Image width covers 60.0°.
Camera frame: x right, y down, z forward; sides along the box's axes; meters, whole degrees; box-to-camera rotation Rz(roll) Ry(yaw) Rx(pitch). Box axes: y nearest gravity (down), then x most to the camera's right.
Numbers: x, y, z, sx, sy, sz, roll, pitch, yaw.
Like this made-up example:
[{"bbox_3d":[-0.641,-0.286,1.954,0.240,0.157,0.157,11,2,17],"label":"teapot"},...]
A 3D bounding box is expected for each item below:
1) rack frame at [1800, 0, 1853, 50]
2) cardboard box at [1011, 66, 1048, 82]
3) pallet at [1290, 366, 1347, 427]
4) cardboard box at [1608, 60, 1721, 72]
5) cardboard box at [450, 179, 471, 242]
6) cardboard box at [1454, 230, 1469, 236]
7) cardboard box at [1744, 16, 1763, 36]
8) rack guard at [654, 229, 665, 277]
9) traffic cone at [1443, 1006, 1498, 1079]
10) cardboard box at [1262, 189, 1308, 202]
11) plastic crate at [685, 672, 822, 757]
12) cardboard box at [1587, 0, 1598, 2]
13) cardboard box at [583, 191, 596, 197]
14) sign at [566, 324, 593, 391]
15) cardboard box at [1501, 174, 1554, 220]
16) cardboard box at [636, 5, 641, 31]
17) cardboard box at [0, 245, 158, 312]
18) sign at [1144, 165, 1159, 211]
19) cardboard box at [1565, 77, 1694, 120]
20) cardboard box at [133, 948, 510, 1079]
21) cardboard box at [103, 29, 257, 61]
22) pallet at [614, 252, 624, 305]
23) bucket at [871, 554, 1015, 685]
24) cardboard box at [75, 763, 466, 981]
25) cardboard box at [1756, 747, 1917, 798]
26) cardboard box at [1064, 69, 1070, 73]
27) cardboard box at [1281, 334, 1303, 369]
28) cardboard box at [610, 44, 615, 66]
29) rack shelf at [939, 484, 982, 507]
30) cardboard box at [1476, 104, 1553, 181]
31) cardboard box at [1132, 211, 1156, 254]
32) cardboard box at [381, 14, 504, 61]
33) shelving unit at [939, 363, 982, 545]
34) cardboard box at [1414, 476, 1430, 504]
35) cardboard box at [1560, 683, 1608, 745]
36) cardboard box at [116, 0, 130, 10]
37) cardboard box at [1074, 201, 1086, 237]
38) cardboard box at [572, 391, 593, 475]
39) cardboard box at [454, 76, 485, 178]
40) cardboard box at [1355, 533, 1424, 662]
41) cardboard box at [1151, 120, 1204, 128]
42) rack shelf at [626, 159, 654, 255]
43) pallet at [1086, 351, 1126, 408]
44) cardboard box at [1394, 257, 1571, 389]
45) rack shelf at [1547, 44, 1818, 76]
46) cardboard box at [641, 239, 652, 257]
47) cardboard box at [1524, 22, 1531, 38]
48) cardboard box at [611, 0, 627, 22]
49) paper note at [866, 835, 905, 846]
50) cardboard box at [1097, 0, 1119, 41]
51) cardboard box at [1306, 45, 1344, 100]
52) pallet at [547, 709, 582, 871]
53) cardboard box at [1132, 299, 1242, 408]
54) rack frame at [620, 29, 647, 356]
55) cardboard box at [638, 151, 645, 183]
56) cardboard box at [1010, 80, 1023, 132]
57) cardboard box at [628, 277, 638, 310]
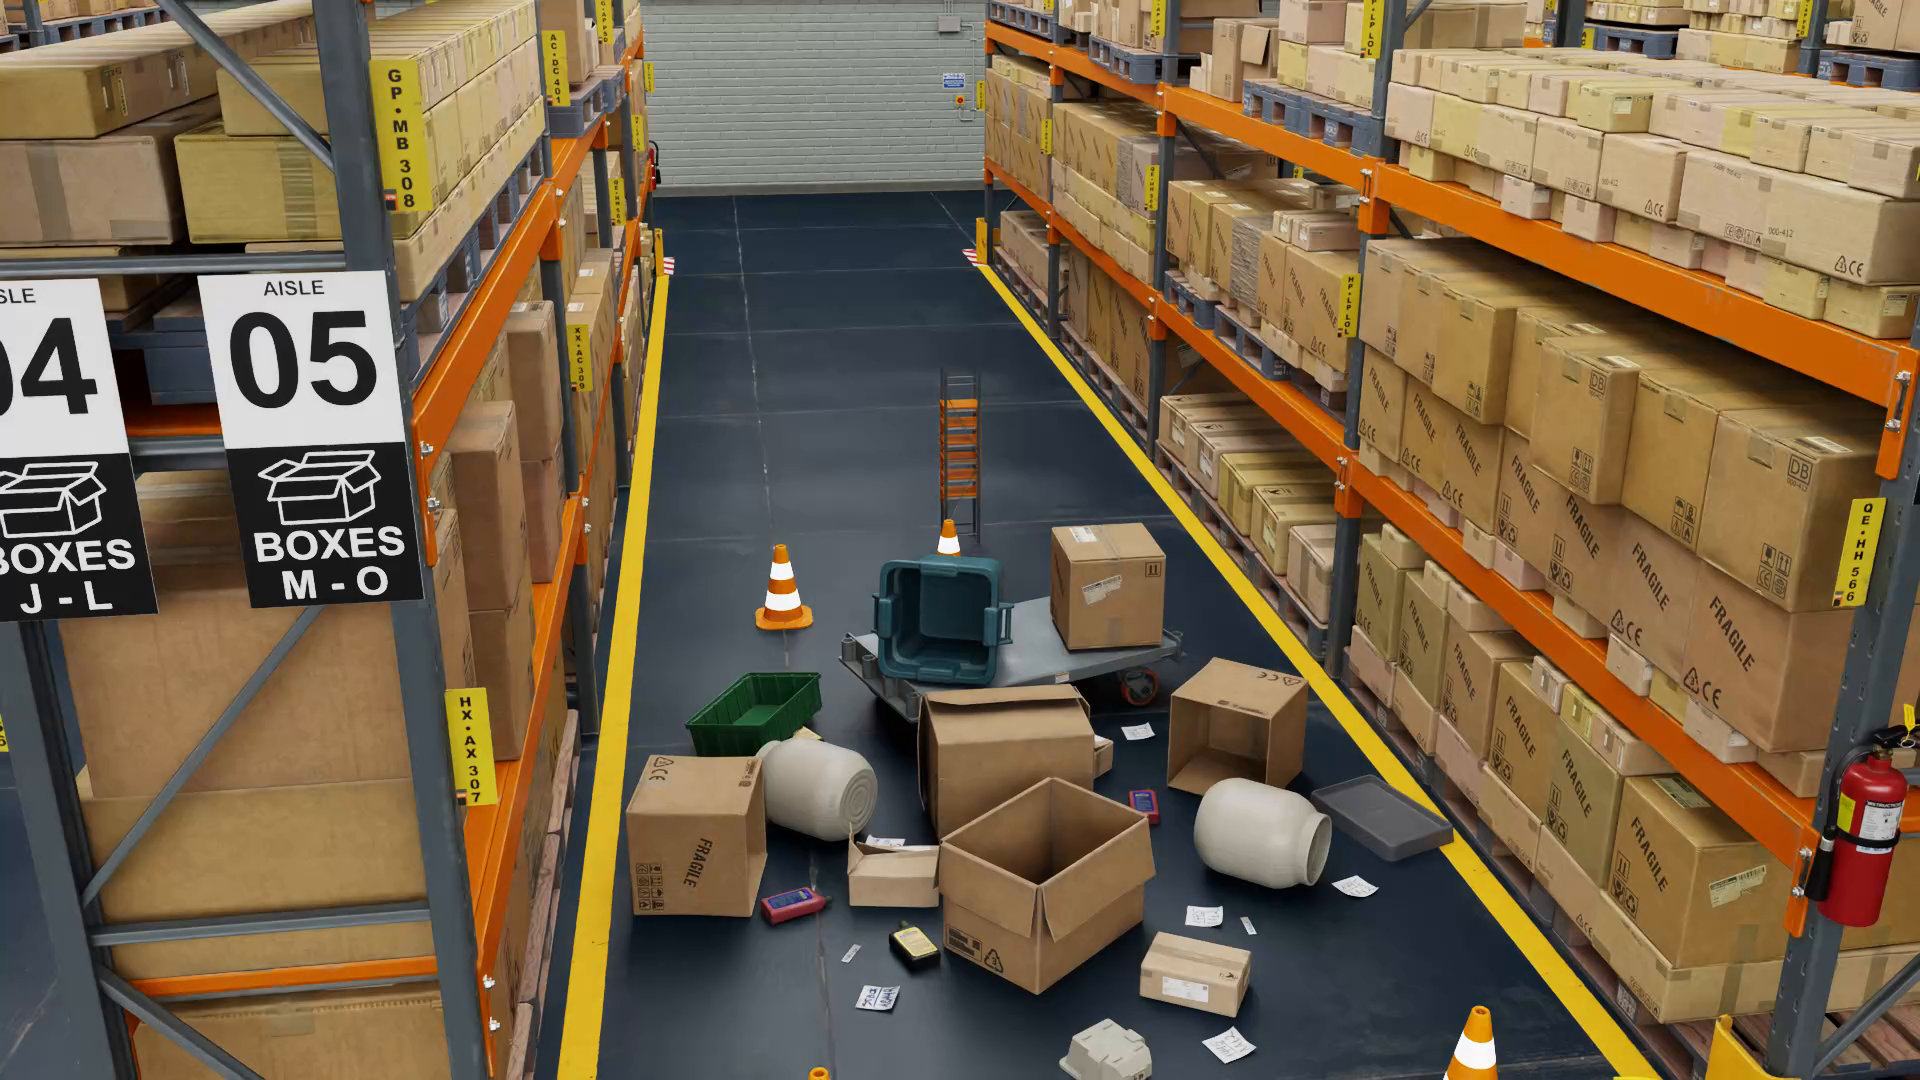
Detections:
[{"bbox_3d":[6.864,-5.126,12.079,1.000,3.000,0.127,-3,21,-8],"label":"rack frame"},{"bbox_3d":[0.759,-4.977,17.755,0.380,0.149,0.250,-3,21,-9],"label":"cardboard box"},{"bbox_3d":[2.563,-0.861,9.509,1.003,0.211,1.213,-3,21,-8],"label":"pallet"},{"bbox_3d":[3.021,-1.977,7.155,0.380,0.149,0.250,-2,21,-6],"label":"cardboard box"},{"bbox_3d":[-1.620,-0.938,4.769,0.380,0.149,0.250,-3,21,-7],"label":"cardboard box"},{"bbox_3d":[5.940,-3.237,18.569,0.700,0.500,0.500,-4,21,-10],"label":"cardboard box"},{"bbox_3d":[6.544,-4.131,13.346,0.380,0.149,0.250,-2,21,-7],"label":"cardboard box"},{"bbox_3d":[-4.073,-3.352,19.476,1.175,0.500,0.348,-3,21,-8],"label":"rack guard"},{"bbox_3d":[1.767,1.811,5.707,0.336,0.463,0.334,-3,21,-8],"label":"traffic cone"},{"bbox_3d":[2.379,-2.125,11.450,0.500,0.500,0.500,-3,21,-9],"label":"cardboard box"},{"bbox_3d":[-1.033,0.890,8.482,0.450,0.188,0.662,-2,18,24],"label":"plastic crate"},{"bbox_3d":[6.000,-5.067,15.398,0.380,0.149,0.250,-3,21,-9],"label":"cardboard box"},{"bbox_3d":[-2.916,-2.577,12.736,0.380,0.149,0.250,-4,21,-10],"label":"cardboard box"},{"bbox_3d":[-1.805,-0.865,7.896,0.100,0.325,0.005,-3,21,-8],"label":"sign"},{"bbox_3d":[2.431,-1.395,6.737,0.380,0.149,0.250,-3,21,-9],"label":"cardboard box"},{"bbox_3d":[-3.676,-5.564,17.752,0.500,0.250,0.500,-3,21,-8],"label":"cardboard box"},{"bbox_3d":[-2.161,-0.638,3.967,0.380,0.149,0.250,-3,21,-8],"label":"cardboard box"},{"bbox_3d":[1.404,-2.577,12.174,0.100,0.325,0.005,-3,21,-8],"label":"sign"},{"bbox_3d":[2.558,-1.680,6.360,0.380,0.149,0.250,-3,21,-7],"label":"cardboard box"},{"bbox_3d":[-1.941,1.558,5.195,0.875,0.875,0.875,-3,21,-7],"label":"cardboard box"},{"bbox_3d":[-2.345,-1.454,5.010,0.380,0.149,0.250,-3,21,-9],"label":"cardboard box"},{"bbox_3d":[-3.139,-1.931,12.373,1.213,0.211,1.003,-3,21,-8],"label":"pallet"},{"bbox_3d":[-0.053,0.358,8.477,0.726,0.611,0.620,4,11,11],"label":"bucket"},{"bbox_3d":[-1.876,0.794,4.588,0.875,0.550,0.550,-3,21,-8],"label":"cardboard box"},{"bbox_3d":[2.840,0.705,5.401,0.380,0.149,0.250,-2,21,-6],"label":"cardboard box"},{"bbox_3d":[1.307,-5.008,17.838,0.380,0.149,0.250,-2,21,-6],"label":"cardboard box"},{"bbox_3d":[2.089,-1.102,9.638,0.380,0.149,0.250,-3,21,-9],"label":"cardboard box"},{"bbox_3d":[-2.906,-3.788,12.641,0.500,0.500,0.500,-3,21,-8],"label":"cardboard box"},{"bbox_3d":[0.002,-0.291,11.092,0.258,0.103,0.180,-3,21,-8],"label":"rack shelf"},{"bbox_3d":[2.465,-1.635,6.808,0.500,0.250,0.500,-3,21,-7],"label":"cardboard box"},{"bbox_3d":[1.632,-2.383,12.808,0.500,0.250,0.500,-3,21,-8],"label":"cardboard box"},{"bbox_3d":[-1.805,-1.751,5.807,0.380,0.149,0.250,-3,21,-8],"label":"cardboard box"},{"bbox_3d":[0.002,-0.557,10.993,0.258,1.200,0.189,-3,21,-8],"label":"shelving unit"},{"bbox_3d":[2.414,-0.261,7.986,0.380,0.149,0.250,-3,21,-8],"label":"cardboard box"},{"bbox_3d":[2.580,0.667,6.474,0.380,0.149,0.250,-3,21,-7],"label":"cardboard box"},{"bbox_3d":[-8.917,-5.651,16.887,0.700,0.500,0.500,-4,21,-10],"label":"cardboard box"},{"bbox_3d":[1.313,-2.856,14.789,0.500,0.250,0.500,-3,21,-8],"label":"cardboard box"},{"bbox_3d":[-2.164,-0.637,8.491,0.500,0.500,0.500,-3,21,-7],"label":"cardboard box"},{"bbox_3d":[-1.741,-1.258,5.055,0.500,0.250,0.500,-3,21,-8],"label":"cardboard box"},{"bbox_3d":[2.347,0.279,8.440,0.500,0.500,0.500,-2,21,-5],"label":"cardboard box"},{"bbox_3d":[1.914,-3.288,14.161,0.500,0.500,0.500,-3,21,-7],"label":"cardboard box"},{"bbox_3d":[-3.796,-3.520,17.381,1.077,0.370,4.000,-3,21,-8],"label":"rack shelf"},{"bbox_3d":[1.741,-1.456,14.812,1.003,0.211,1.213,-3,21,-8],"label":"pallet"},{"bbox_3d":[2.430,-0.992,7.589,0.700,0.500,0.500,-3,21,-7],"label":"cardboard box"},{"bbox_3d":[6.576,-4.076,14.584,1.077,0.370,4.000,-3,21,-8],"label":"rack shelf"},{"bbox_3d":[-3.546,-3.162,18.020,0.380,0.149,0.250,-2,21,-6],"label":"cardboard box"},{"bbox_3d":[5.911,-5.182,16.877,0.380,0.149,0.250,-3,21,-8],"label":"cardboard box"},{"bbox_3d":[-3.340,-4.912,15.293,0.500,0.250,0.500,-2,21,-6],"label":"cardboard box"},{"bbox_3d":[-0.348,1.378,7.494,0.172,0.023,0.155,4,21,11],"label":"paper note"},{"bbox_3d":[1.412,-4.308,13.434,0.500,0.500,0.500,-3,21,-7],"label":"cardboard box"},{"bbox_3d":[2.234,-2.581,9.166,0.500,0.250,0.500,-3,21,-7],"label":"cardboard box"},{"bbox_3d":[-2.322,1.179,7.757,1.003,0.211,1.213,-3,21,-8],"label":"pallet"},{"bbox_3d":[1.935,-1.509,13.405,0.875,0.875,0.875,-3,21,-8],"label":"cardboard box"},{"bbox_3d":[-3.508,-3.164,15.401,1.000,3.000,0.127,-3,21,-8],"label":"rack frame"},{"bbox_3d":[-3.445,-3.882,16.754,0.500,0.500,0.500,-3,21,-9],"label":"cardboard box"},{"bbox_3d":[0.823,-4.639,17.779,0.500,0.500,0.500,-3,21,-8],"label":"cardboard box"},{"bbox_3d":[-3.089,-2.117,14.499,0.500,0.250,0.500,-2,21,-5],"label":"cardboard box"}]
